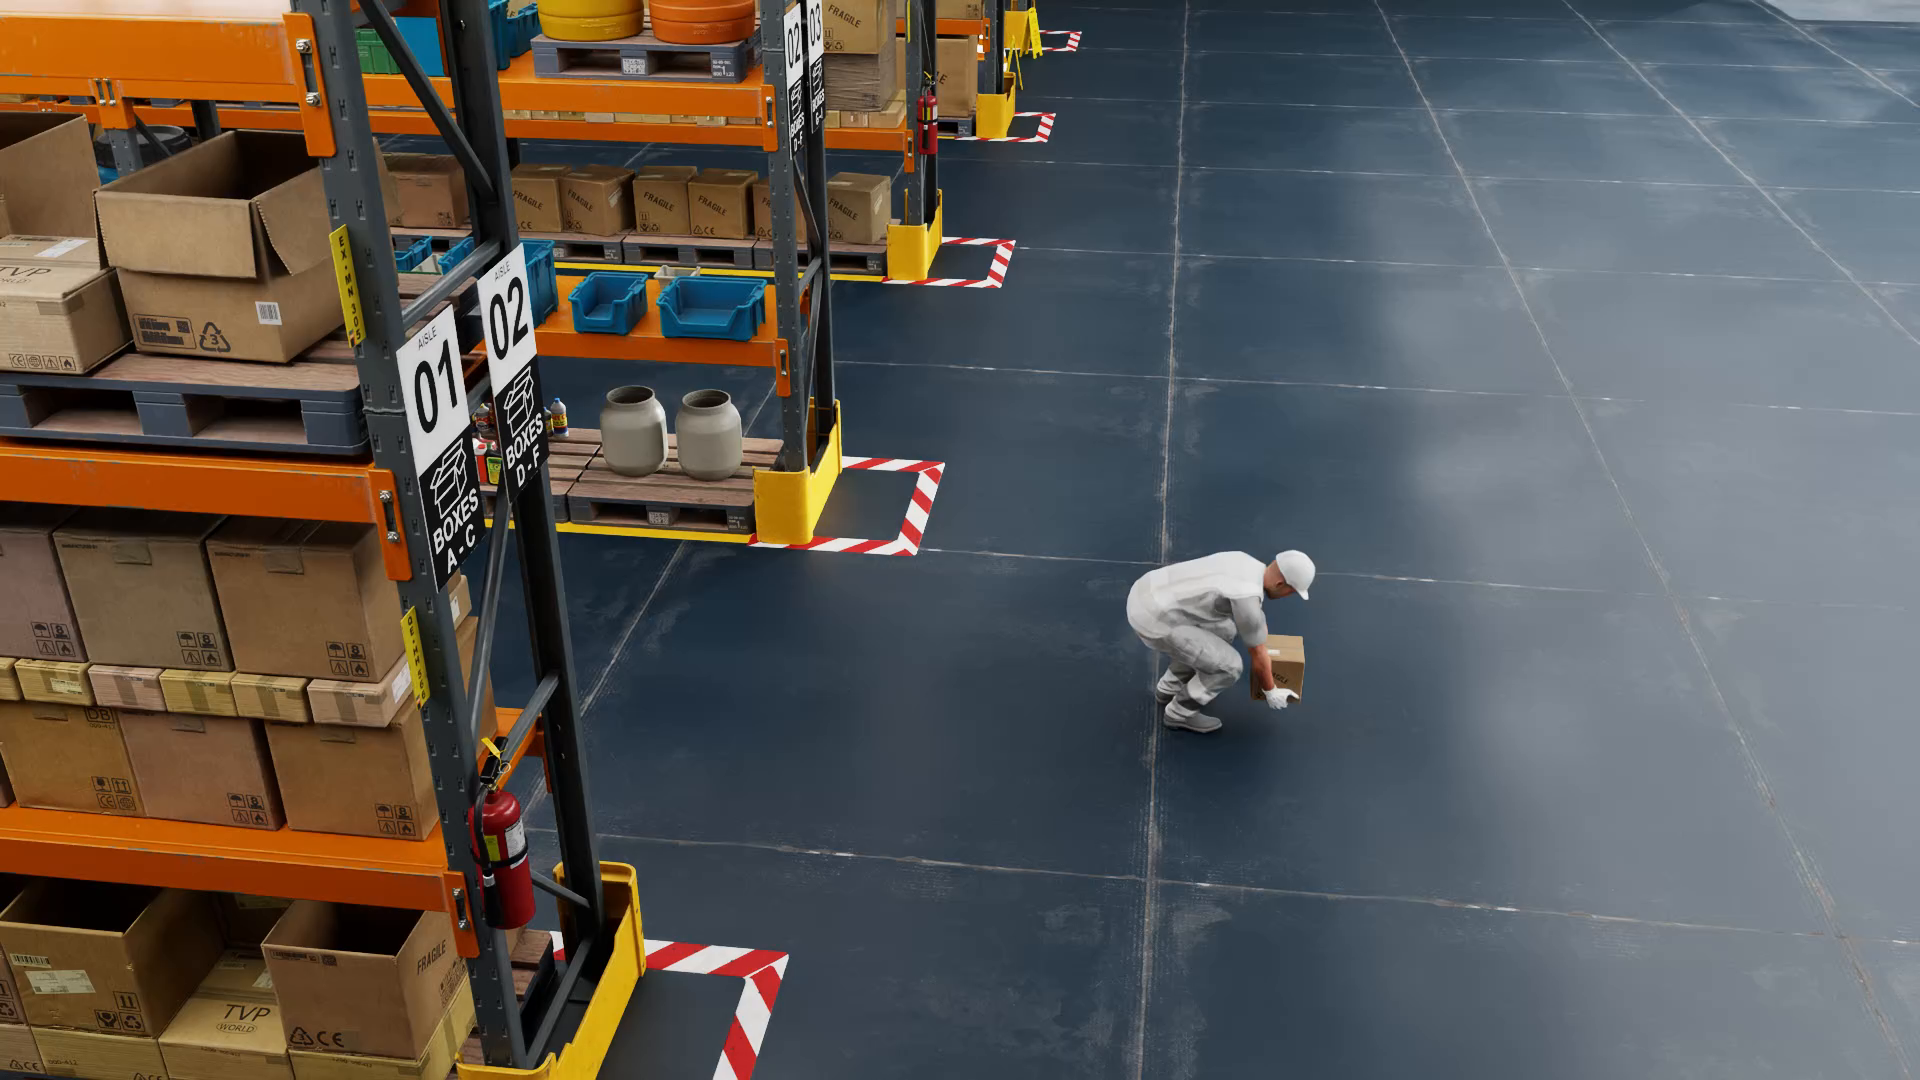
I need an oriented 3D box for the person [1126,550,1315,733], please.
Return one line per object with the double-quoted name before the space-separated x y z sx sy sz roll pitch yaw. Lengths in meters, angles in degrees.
"person" 1.319 0.490 8.536 0.917 0.986 0.526 2 28 5
